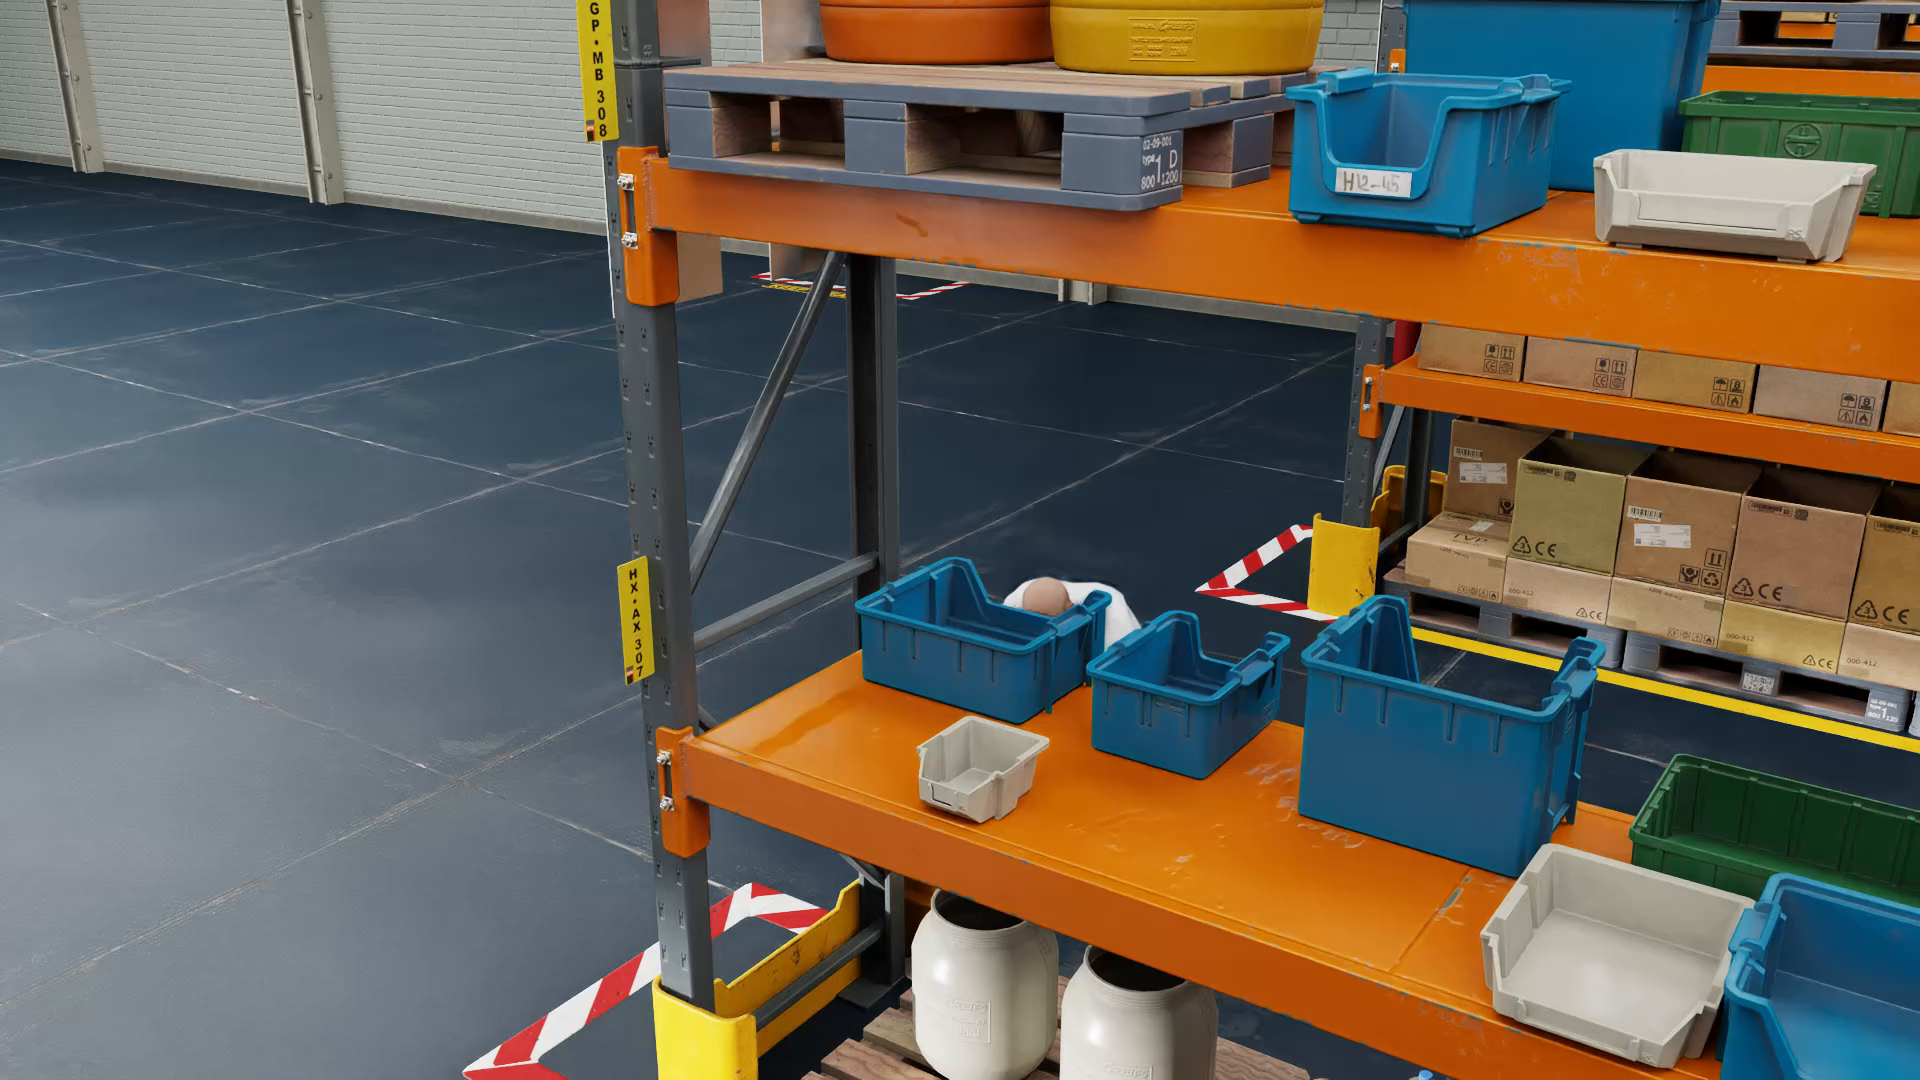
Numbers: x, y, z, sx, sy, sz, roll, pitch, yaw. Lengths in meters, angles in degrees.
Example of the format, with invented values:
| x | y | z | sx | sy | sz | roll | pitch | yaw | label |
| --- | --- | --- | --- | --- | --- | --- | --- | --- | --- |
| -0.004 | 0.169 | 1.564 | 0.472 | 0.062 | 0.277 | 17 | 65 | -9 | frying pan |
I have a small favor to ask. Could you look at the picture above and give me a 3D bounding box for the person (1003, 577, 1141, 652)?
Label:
| x | y | z | sx | sy | sz | roll | pitch | yaw | label |
| --- | --- | --- | --- | --- | --- | --- | --- | --- | --- |
| 0.442 | 0.556 | 6.597 | 0.612 | 1.062 | 0.893 | 13 | 23 | 32 | person |
